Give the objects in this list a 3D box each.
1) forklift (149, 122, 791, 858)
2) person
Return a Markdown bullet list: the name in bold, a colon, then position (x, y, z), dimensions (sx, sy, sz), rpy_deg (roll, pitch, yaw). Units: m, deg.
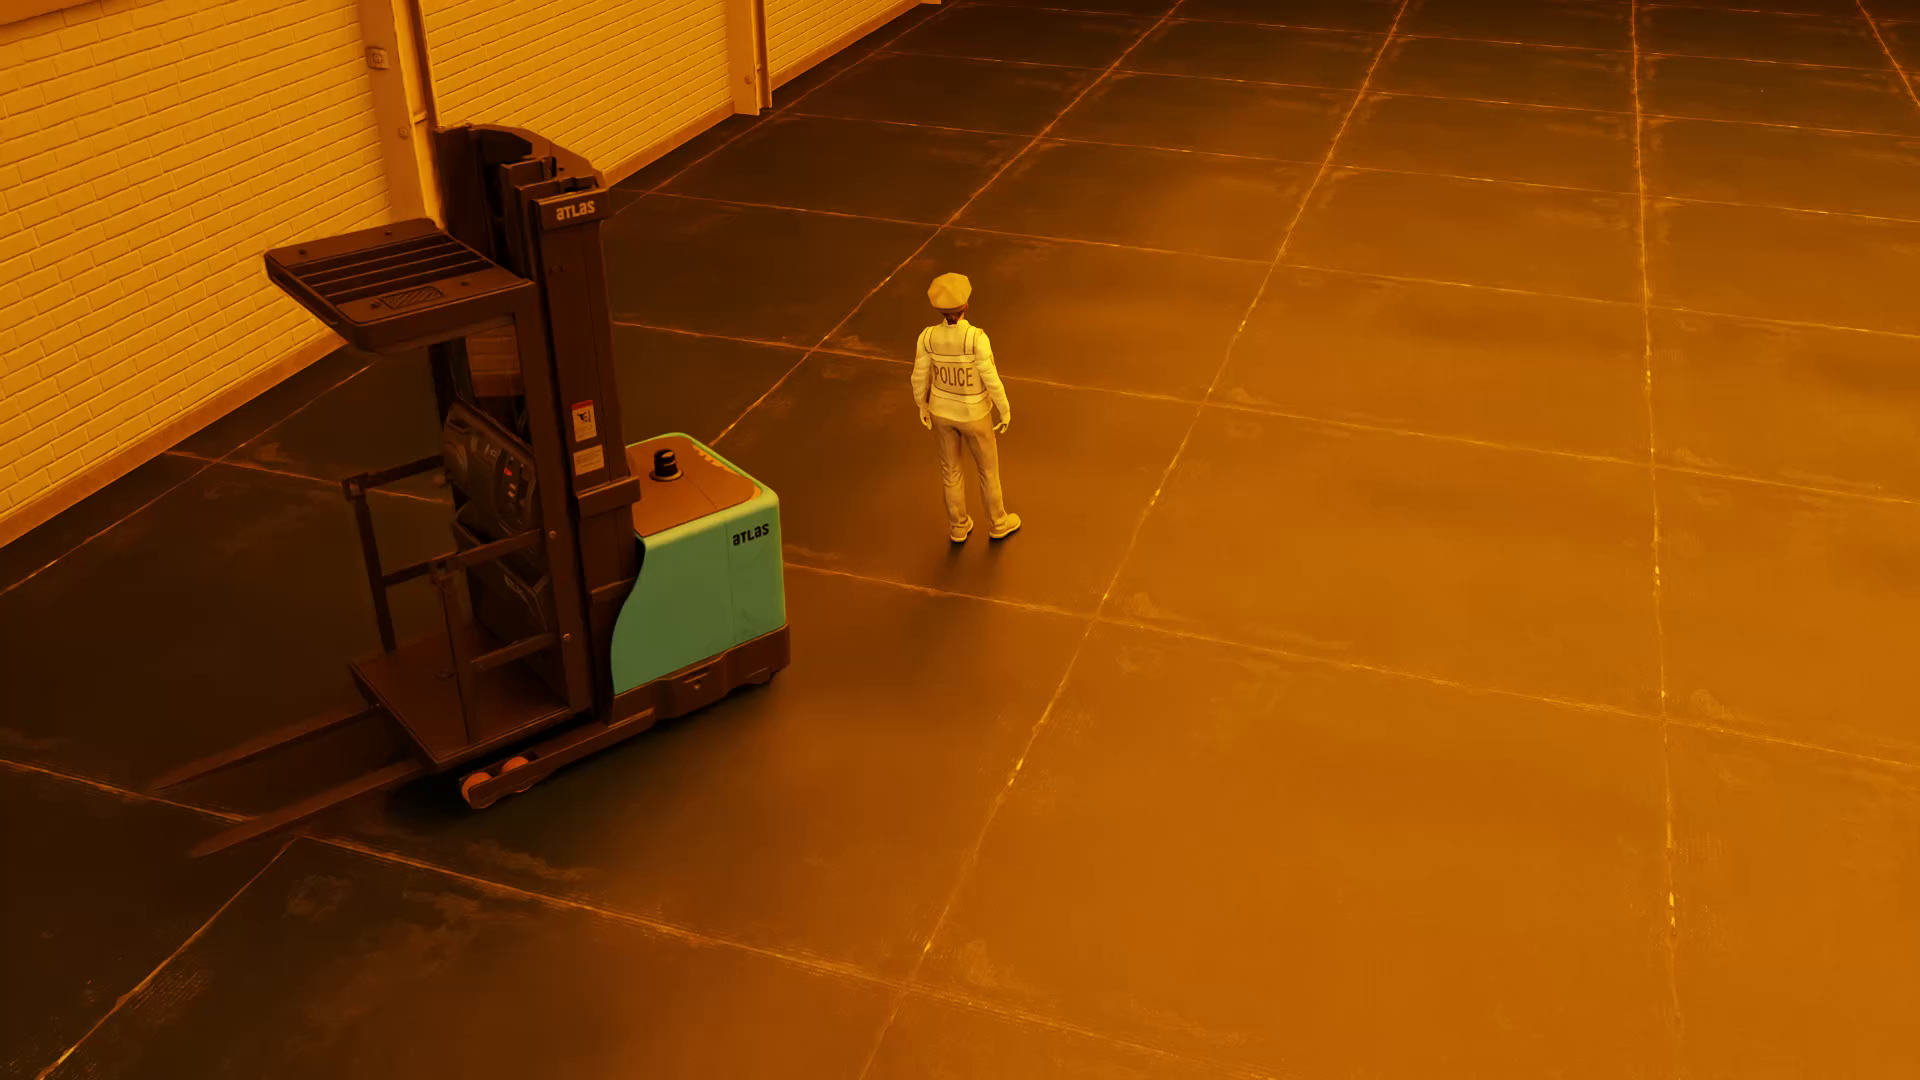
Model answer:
- **forklift**: position (-2.360, -0.299, 7.661), dimensions (3.031, 2.935, 1.130), rpy_deg (-22, 36, -33)
- **person**: position (0.029, -0.773, 9.727), dimensions (0.586, 1.694, 0.532), rpy_deg (10, 31, 16)
